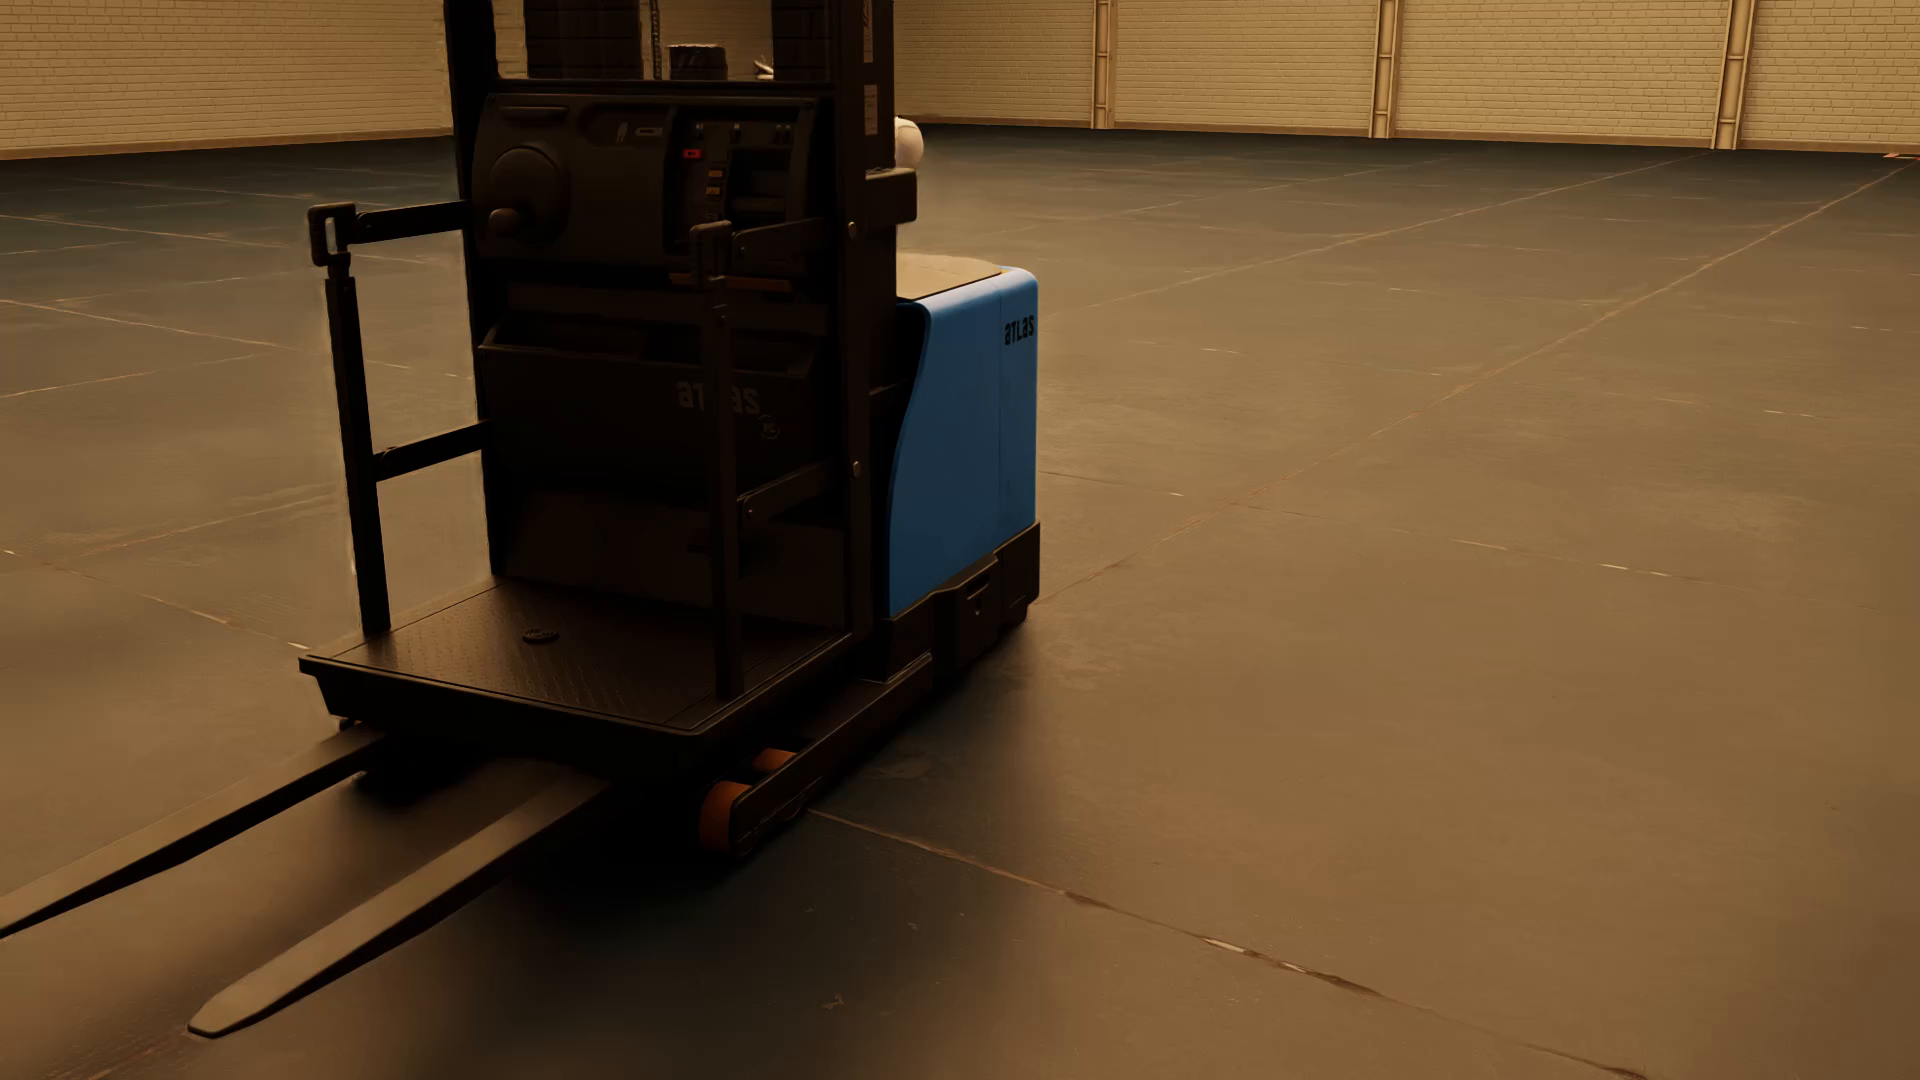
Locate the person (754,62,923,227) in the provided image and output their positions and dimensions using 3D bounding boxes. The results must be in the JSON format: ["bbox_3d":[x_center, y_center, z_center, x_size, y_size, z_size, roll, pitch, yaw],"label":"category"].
[{"bbox_3d":[-0.512,-0.862,5.817,0.774,1.548,0.999,1,17,4],"label":"person"}]

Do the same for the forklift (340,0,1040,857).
[{"bbox_3d":[-0.831,-0.852,3.681,1.130,2.935,3.031,8,18,24],"label":"forklift"}]
